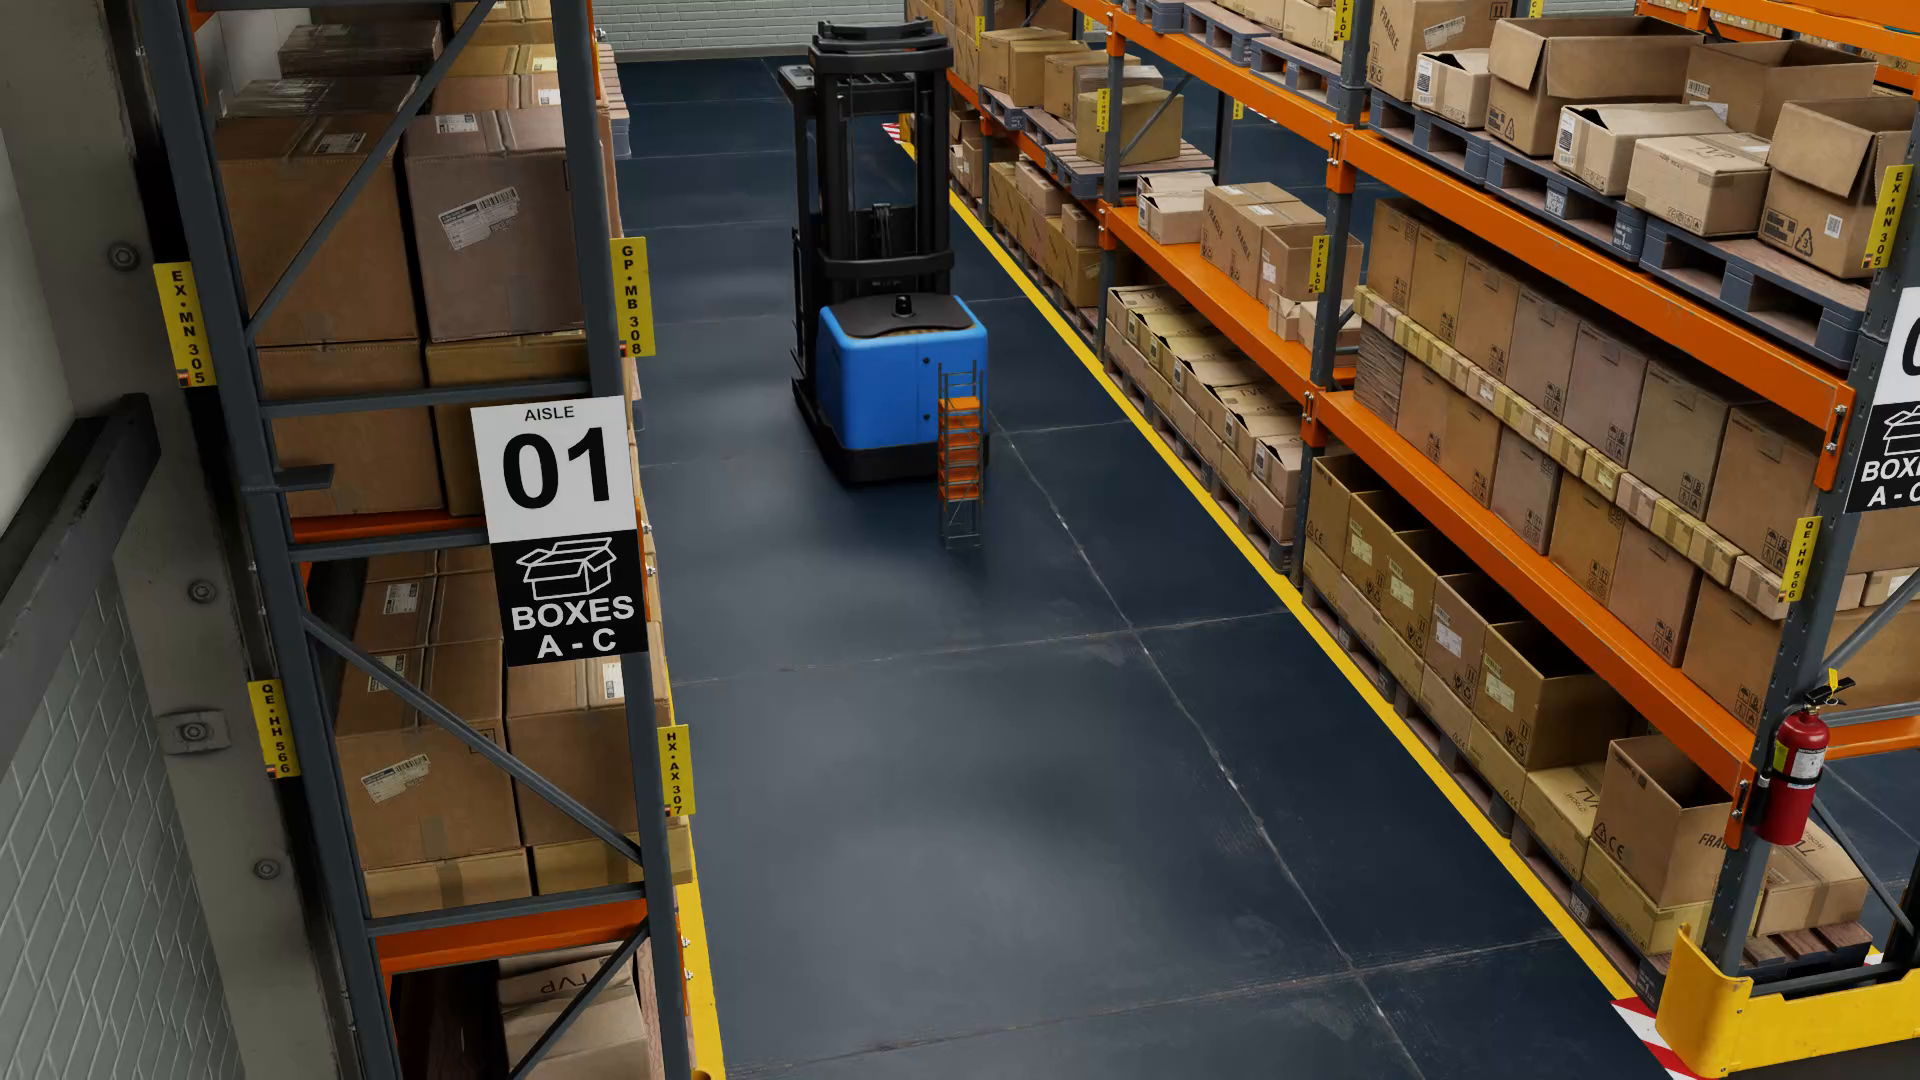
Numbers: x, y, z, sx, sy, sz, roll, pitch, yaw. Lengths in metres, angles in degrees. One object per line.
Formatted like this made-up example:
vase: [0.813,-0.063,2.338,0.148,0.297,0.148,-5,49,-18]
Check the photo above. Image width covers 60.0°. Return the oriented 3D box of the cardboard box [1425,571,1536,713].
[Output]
cardboard box: [2.669,0.485,8.213,0.500,0.500,0.500,-6,27,-12]

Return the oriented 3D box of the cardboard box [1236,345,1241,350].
cardboard box: [2.220,-1.426,12.208,0.500,0.311,0.500,-6,27,-12]

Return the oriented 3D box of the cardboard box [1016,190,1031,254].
cardboard box: [0.834,-3.016,15.682,0.500,0.500,0.500,-6,27,-11]

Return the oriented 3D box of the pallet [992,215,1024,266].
pallet: [0.946,-3.027,16.514,1.003,0.211,1.213,-6,27,-12]

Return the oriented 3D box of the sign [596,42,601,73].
sign: [-1.769,-2.237,7.951,0.100,0.325,0.005,-6,27,-12]

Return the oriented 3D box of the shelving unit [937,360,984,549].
shelving unit: [0.003,-0.529,10.467,0.258,1.200,0.189,-6,27,-12]

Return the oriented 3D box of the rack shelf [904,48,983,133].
rack shelf: [0.275,-5.182,18.487,1.077,0.370,4.000,-6,27,-12]

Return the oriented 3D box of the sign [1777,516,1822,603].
sign: [2.899,0.069,5.737,0.100,0.325,0.005,-6,27,-12]

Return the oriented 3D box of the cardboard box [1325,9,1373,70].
cardboard box: [2.400,-2.845,9.428,0.500,0.250,0.500,-3,27,-6]

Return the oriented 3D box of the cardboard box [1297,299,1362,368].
cardboard box: [2.376,-1.258,10.080,0.500,0.250,0.500,-4,27,-8]

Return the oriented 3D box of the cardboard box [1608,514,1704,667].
cardboard box: [3.215,0.162,6.990,0.700,0.500,0.500,-5,27,-10]

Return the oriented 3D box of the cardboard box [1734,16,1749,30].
cardboard box: [9.644,-6.294,20.170,0.380,0.149,0.250,-6,27,-11]

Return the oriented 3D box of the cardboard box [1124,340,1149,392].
cardboard box: [1.574,-1.349,12.680,0.500,0.250,0.500,-7,28,-13]

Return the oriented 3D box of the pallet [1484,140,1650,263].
pallet: [3.018,-1.507,7.176,1.003,0.211,1.213,-6,27,-12]

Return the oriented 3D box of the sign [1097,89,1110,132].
sign: [1.101,-3.292,12.746,0.100,0.325,0.005,-6,27,-12]

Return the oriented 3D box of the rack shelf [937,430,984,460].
rack shelf: [0.003,-0.597,10.433,0.258,0.103,0.180,-6,27,-12]

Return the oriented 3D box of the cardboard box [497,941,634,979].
cardboard box: [-1.592,1.588,6.771,0.500,0.311,0.500,-4,27,-7]

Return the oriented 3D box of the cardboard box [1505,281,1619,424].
cardboard box: [2.975,-0.882,7.618,0.700,0.500,0.500,-6,27,-12]

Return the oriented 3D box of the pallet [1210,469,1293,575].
pallet: [2.325,-0.188,10.888,1.003,0.211,1.213,-6,27,-12]

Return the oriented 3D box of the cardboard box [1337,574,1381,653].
cardboard box: [2.446,0.381,9.252,0.500,0.250,0.500,-6,27,-12]

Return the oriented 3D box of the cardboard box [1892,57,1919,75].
cardboard box: [10.353,-5.227,17.665,0.500,0.500,0.500,-6,27,-12]

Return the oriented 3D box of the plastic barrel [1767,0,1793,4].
plastic barrel: [6.428,-4.551,12.553,0.600,0.901,0.600,0,27,0]

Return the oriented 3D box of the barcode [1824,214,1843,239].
barcode: [2.893,-1.039,5.507,0.001,0.075,0.075,-6,27,-12]

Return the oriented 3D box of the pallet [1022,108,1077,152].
pallet: [1.185,-3.637,14.840,1.003,0.211,1.213,-6,27,-12]

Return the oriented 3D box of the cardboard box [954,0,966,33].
cardboard box: [0.242,-5.537,17.170,0.500,0.500,0.500,-6,27,-13]

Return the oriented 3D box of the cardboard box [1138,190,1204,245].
cardboard box: [1.640,-2.417,12.309,0.500,0.311,0.500,-6,27,-12]

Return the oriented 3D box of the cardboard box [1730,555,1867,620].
cardboard box: [3.159,0.160,6.273,0.380,0.149,0.250,-6,27,-12]

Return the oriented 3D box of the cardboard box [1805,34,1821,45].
cardboard box: [9.932,-5.731,19.055,0.380,0.149,0.250,-5,27,-11]

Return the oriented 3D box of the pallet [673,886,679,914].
pallet: [-1.832,1.464,7.615,1.003,0.211,1.213,-6,27,-12]

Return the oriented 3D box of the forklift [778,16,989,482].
forklift: [-0.675,-2.349,12.151,1.130,2.935,3.031,-7,28,-13]

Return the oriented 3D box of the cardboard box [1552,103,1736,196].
cardboard box: [2.789,-1.630,6.798,0.500,0.311,0.500,-3,27,-6]

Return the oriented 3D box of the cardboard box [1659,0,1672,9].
cardboard box: [9.295,-6.972,21.513,0.380,0.149,0.250,-6,27,-12]

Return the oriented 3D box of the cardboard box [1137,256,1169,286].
cardboard box: [1.803,-2.179,14.024,0.500,0.500,0.500,-5,27,-9]

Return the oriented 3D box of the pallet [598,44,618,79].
pallet: [-2.568,-2.601,9.454,1.213,0.211,1.003,-6,27,-12]

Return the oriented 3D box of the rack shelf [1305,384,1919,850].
rack shelf: [2.980,0.086,8.050,1.077,0.370,4.000,-6,27,-12]

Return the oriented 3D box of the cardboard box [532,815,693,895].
cardboard box: [-1.196,0.959,5.666,0.500,0.250,0.500,-7,28,-13]

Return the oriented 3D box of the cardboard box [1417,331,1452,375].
cardboard box: [2.578,-0.972,8.516,0.380,0.149,0.250,-6,27,-12]

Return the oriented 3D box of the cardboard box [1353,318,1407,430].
cardboard box: [2.635,-0.964,9.220,0.700,0.500,0.500,-7,28,-13]

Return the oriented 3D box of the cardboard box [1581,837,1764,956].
cardboard box: [3.022,1.477,7.080,0.500,0.250,0.500,-6,27,-12]

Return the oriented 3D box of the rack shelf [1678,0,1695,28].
rack shelf: [6.004,-5.267,15.325,1.077,0.370,4.000,-6,27,-12]

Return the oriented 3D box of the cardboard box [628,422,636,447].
cardboard box: [-1.667,-0.269,7.266,0.500,0.500,0.500,-7,28,-13]

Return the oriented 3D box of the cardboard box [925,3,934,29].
cardboard box: [-0.100,-5.758,18.718,0.500,0.500,0.500,-6,27,-12]

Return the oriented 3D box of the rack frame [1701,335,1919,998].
rack frame: [3.431,0.643,6.148,1.000,3.000,0.127,-6,27,-12]

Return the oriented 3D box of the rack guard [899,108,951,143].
rack guard: [-0.158,-5.232,20.561,1.175,0.500,0.348,-6,27,-12]

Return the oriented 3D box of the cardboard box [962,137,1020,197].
cardboard box: [0.321,-3.927,17.488,0.500,0.500,0.500,-6,27,-12]

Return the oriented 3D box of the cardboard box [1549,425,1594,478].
cardboard box: [2.866,-0.408,7.399,0.380,0.149,0.250,-5,27,-10]

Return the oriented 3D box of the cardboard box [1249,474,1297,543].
cardboard box: [2.153,-0.226,10.454,0.500,0.250,0.500,-6,27,-12]

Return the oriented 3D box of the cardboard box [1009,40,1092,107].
cardboard box: [0.832,-4.332,15.426,0.700,0.500,0.500,-2,27,-3]

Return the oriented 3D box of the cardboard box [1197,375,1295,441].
cardboard box: [1.925,-0.920,11.206,0.500,0.311,0.500,-6,27,-12]

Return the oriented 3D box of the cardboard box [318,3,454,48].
cardboard box: [-2.464,-2.204,7.215,0.500,0.500,0.500,-5,27,-11]

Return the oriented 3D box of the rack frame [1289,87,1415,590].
rack frame: [2.529,-1.114,9.627,1.000,3.000,0.127,-6,27,-12]

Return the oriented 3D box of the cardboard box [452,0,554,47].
cardboard box: [-1.658,-1.788,6.391,0.500,0.500,0.500,-7,28,-13]
